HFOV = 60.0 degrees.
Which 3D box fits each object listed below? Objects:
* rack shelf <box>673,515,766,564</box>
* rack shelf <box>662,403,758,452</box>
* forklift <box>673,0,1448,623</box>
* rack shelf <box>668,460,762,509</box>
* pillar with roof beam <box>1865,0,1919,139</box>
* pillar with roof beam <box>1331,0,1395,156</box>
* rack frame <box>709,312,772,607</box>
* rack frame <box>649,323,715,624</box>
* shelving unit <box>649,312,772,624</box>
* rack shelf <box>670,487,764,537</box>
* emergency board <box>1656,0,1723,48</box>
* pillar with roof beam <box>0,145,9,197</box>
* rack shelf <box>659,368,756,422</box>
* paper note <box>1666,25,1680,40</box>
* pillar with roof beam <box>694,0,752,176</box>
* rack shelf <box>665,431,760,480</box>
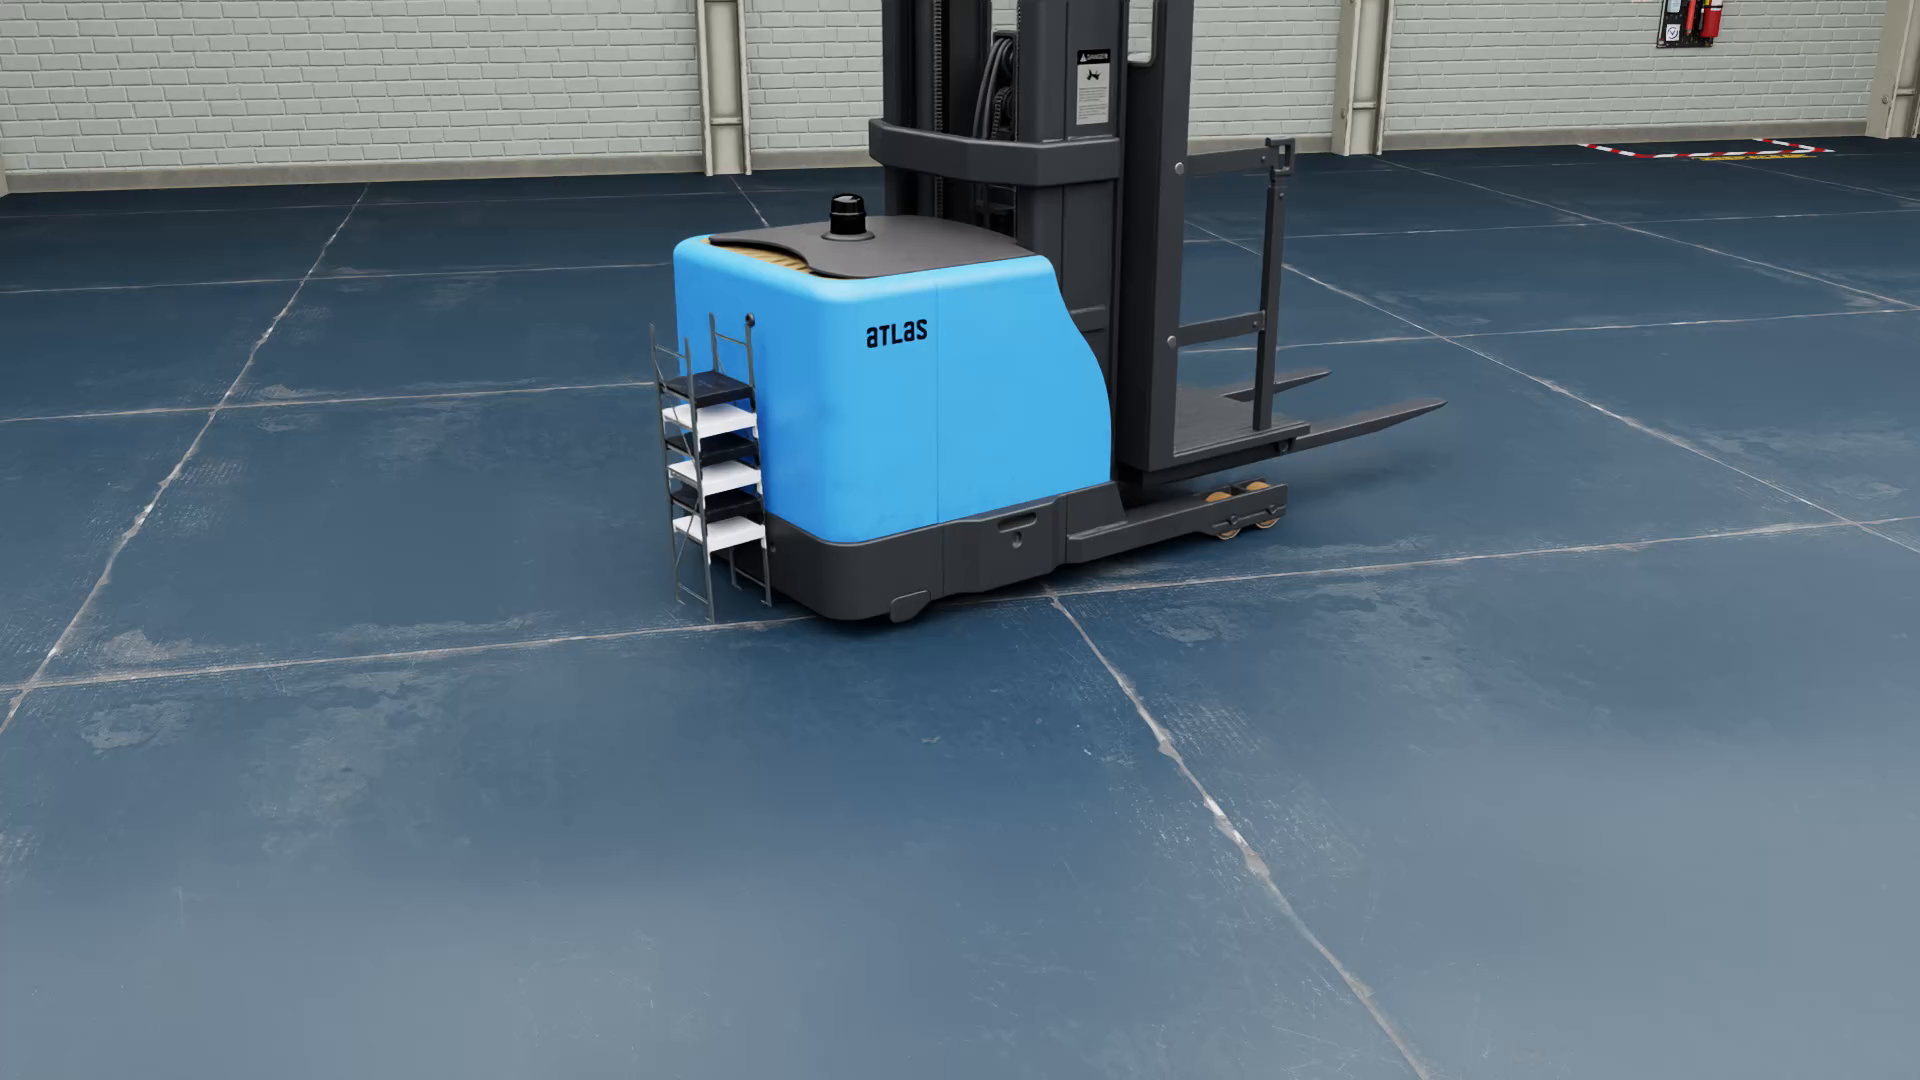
[{"bbox_3d":[-0.754,-0.019,5.169,0.200,0.077,0.258,-17,26,-34],"label":"rack shelf"},{"bbox_3d":[-0.764,-0.355,5.038,0.200,0.077,0.258,-17,26,-34],"label":"rack shelf"},{"bbox_3d":[0.550,-1.508,5.671,3.031,2.935,1.130,-14,24,-34],"label":"forklift"},{"bbox_3d":[-0.759,-0.187,5.103,0.200,0.077,0.258,-17,26,-34],"label":"rack shelf"},{"bbox_3d":[10.622,-6.966,11.748,0.400,9.000,9.100,-5,21,-12],"label":"pillar with roof beam"},{"bbox_3d":[4.783,-6.491,10.452,0.400,9.000,9.100,-5,21,-12],"label":"pillar with roof beam"},{"bbox_3d":[-0.679,-0.242,5.147,0.006,0.900,0.240,-17,26,-34],"label":"rack frame"},{"bbox_3d":[-0.841,-0.194,5.035,0.006,0.900,0.240,-17,26,-34],"label":"rack frame"},{"bbox_3d":[-0.760,-0.218,5.091,0.210,0.900,0.258,-17,26,-34],"label":"shelving unit"},{"bbox_3d":[-0.756,-0.103,5.136,0.200,0.077,0.258,-17,26,-34],"label":"rack shelf"},{"bbox_3d":[7.218,-5.407,16.215,0.643,1.169,0.194,-5,21,-12],"label":"emergency board"},{"bbox_3d":[-6.895,-5.541,7.859,0.400,9.000,9.100,-5,21,-12],"label":"pillar with roof beam"},{"bbox_3d":[-0.767,-0.438,5.005,0.200,0.077,0.258,-17,26,-34],"label":"rack shelf"},{"bbox_3d":[7.029,-5.003,16.391,0.142,0.148,0.016,-5,21,-12],"label":"paper note"},{"bbox_3d":[-1.056,-6.016,9.156,0.400,9.000,9.100,-5,21,-12],"label":"pillar with roof beam"},{"bbox_3d":[-0.761,-0.271,5.070,0.200,0.077,0.258,-17,26,-34],"label":"rack shelf"}]
